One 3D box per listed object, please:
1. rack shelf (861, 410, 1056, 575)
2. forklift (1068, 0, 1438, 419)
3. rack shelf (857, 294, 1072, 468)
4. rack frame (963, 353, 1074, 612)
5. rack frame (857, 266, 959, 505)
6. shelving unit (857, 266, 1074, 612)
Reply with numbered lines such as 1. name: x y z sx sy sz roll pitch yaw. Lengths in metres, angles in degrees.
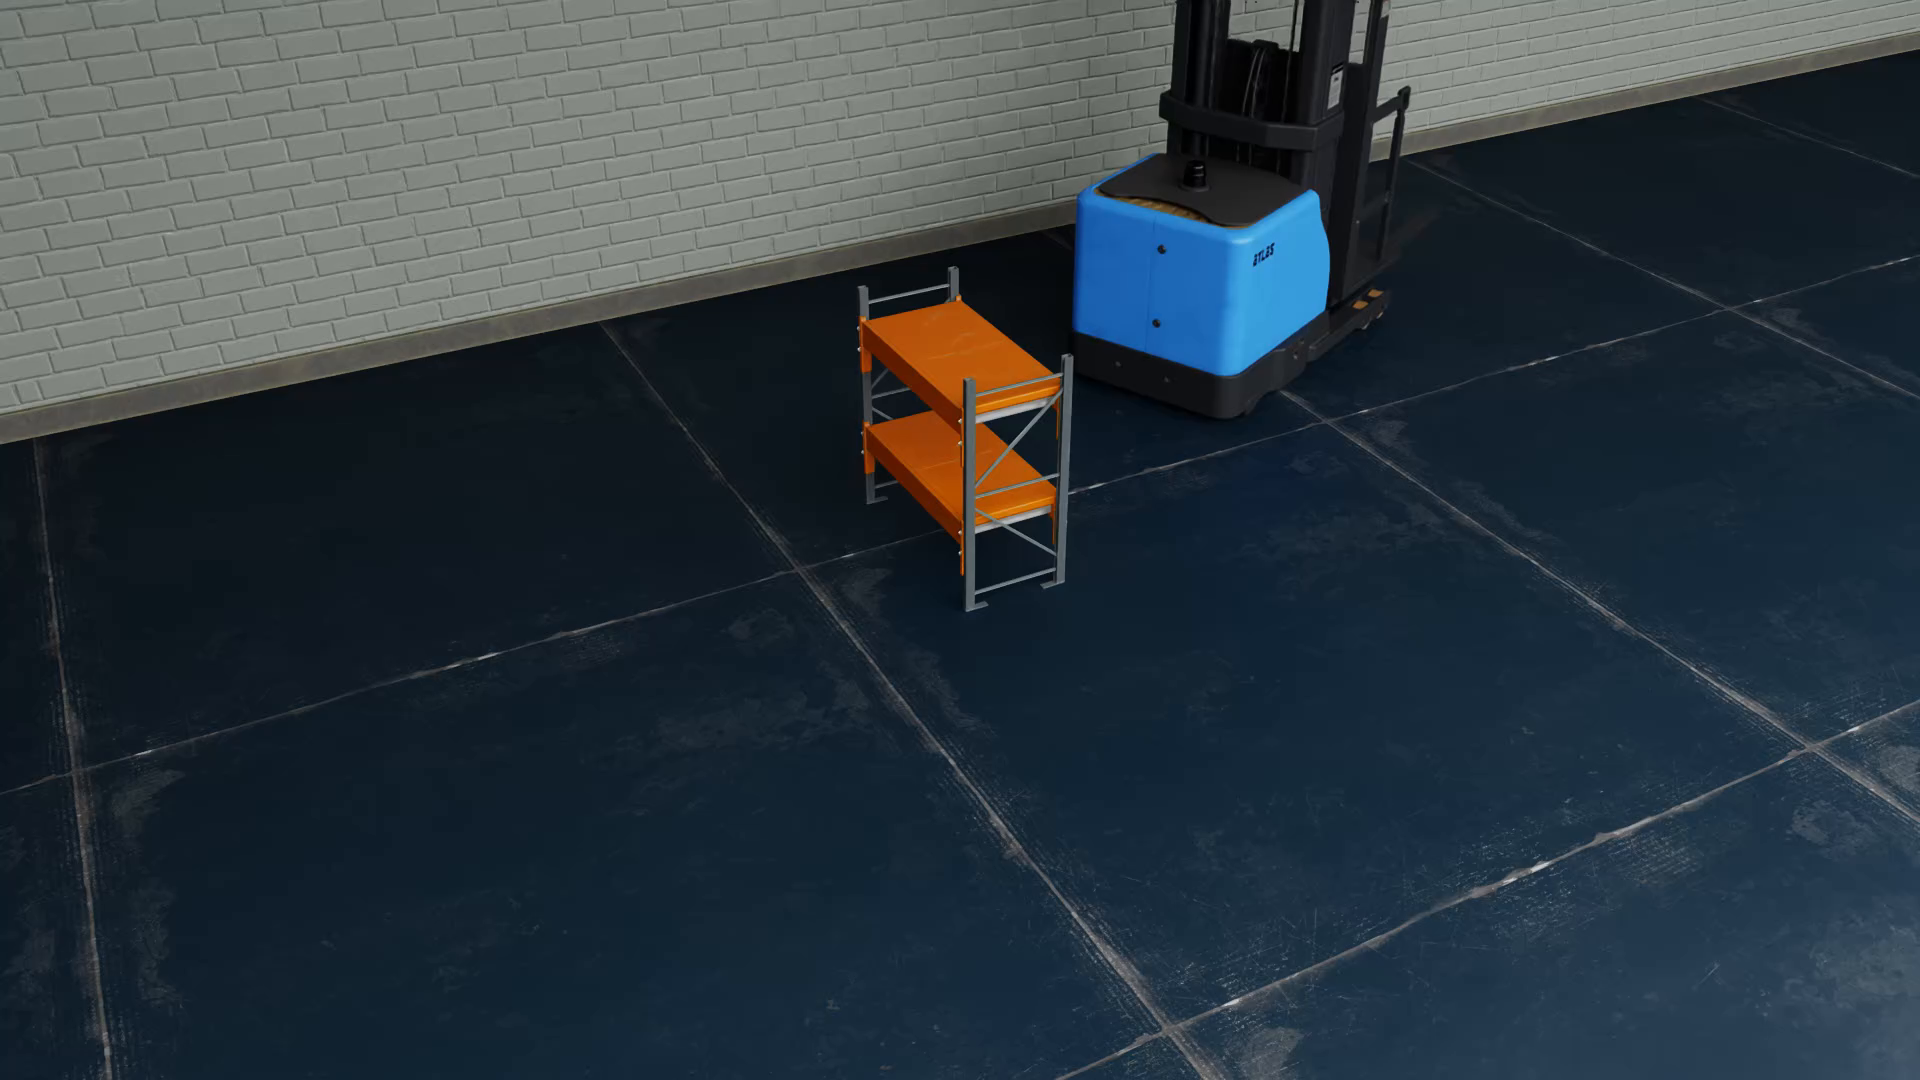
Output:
1. rack shelf: 0.003 -0.265 7.573 0.538 0.278 1.000 -16 36 -23
2. forklift: 1.873 -2.598 9.089 1.130 2.935 3.031 22 39 30
3. rack shelf: 0.003 -0.717 7.284 0.538 0.278 1.000 -16 36 -23
4. rack frame: 0.240 -0.228 7.063 0.500 1.125 0.032 -16 36 -23
5. rack frame: -0.234 -0.713 7.820 0.500 1.125 0.032 -16 36 -23
6. shelving unit: 0.003 -0.470 7.442 0.538 1.125 1.048 -16 36 -23
